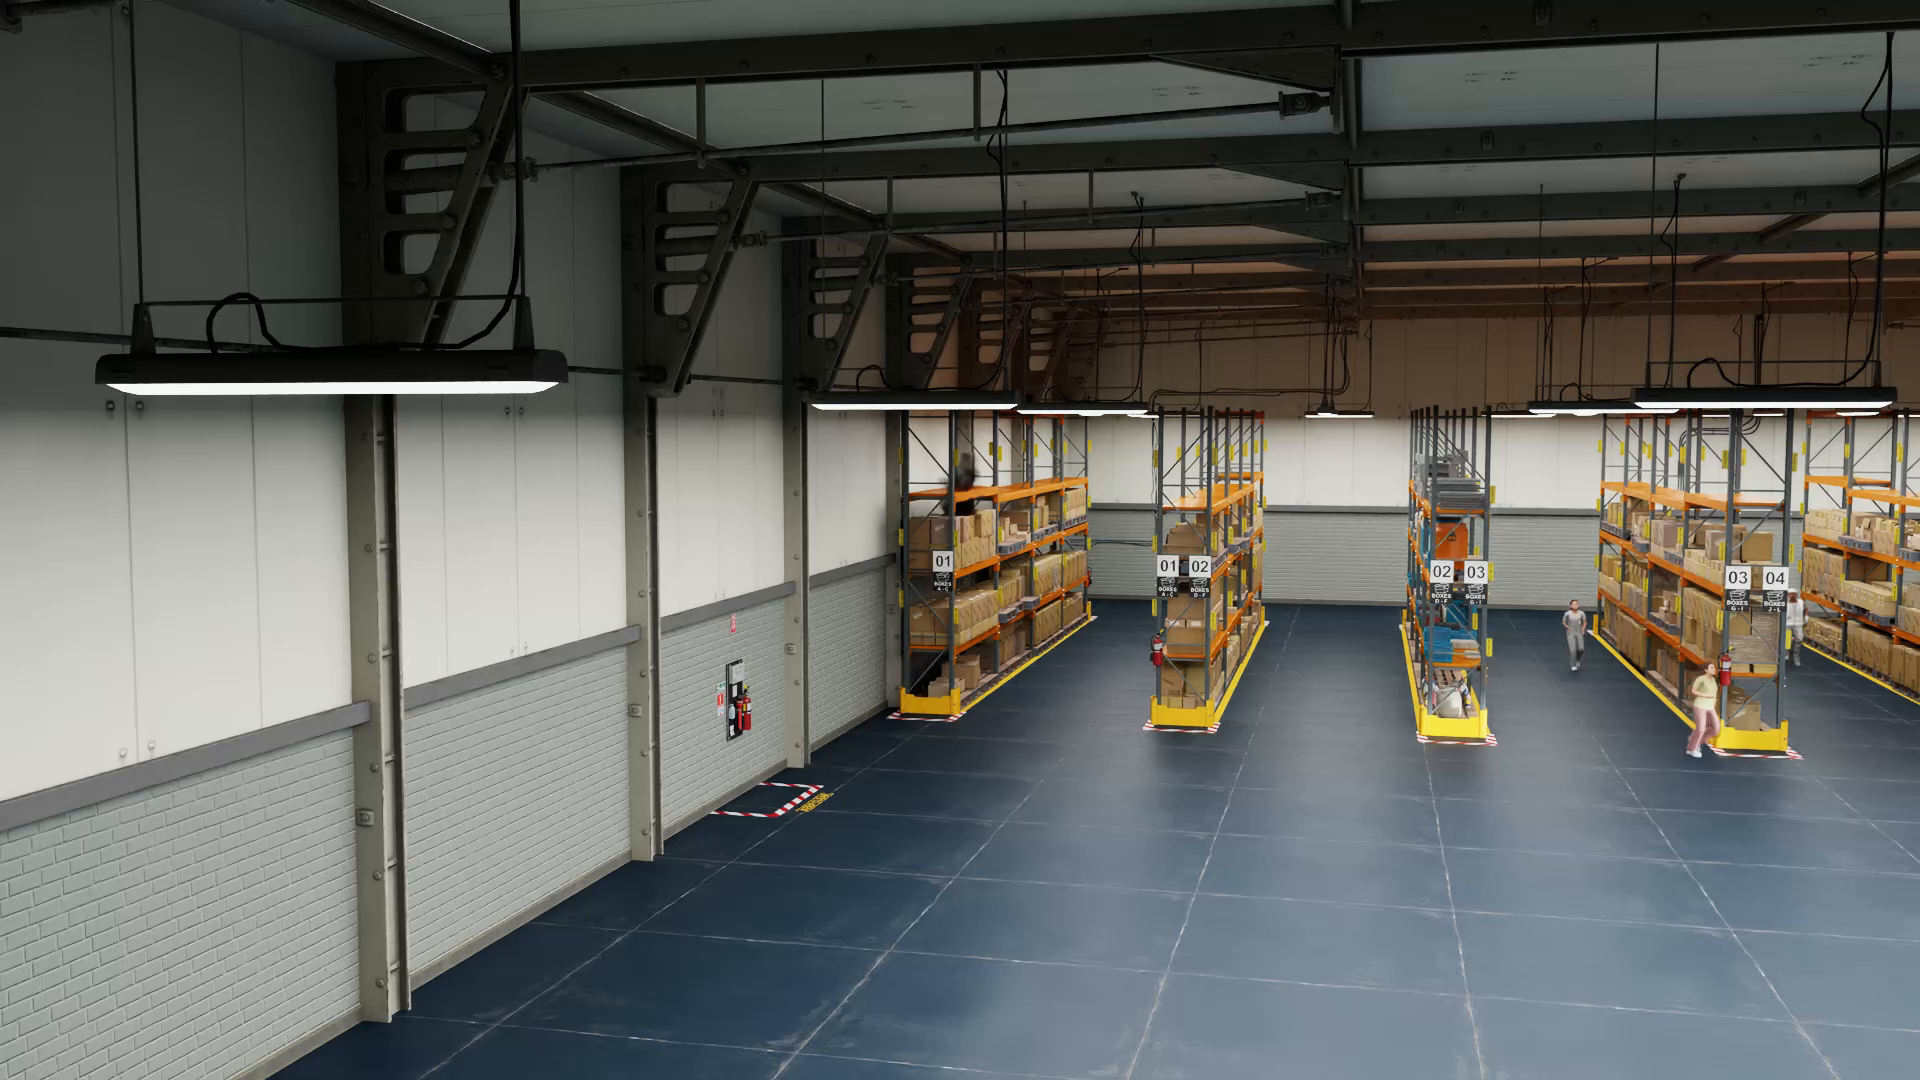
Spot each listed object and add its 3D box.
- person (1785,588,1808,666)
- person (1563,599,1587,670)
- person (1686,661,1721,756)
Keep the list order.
[{"bbox_3d":[19.615,2.038,39.146,0.684,1.821,0.795,1,4,19],"label":"person"},{"bbox_3d":[14.074,2.173,38.044,0.539,1.626,0.541,1,4,13],"label":"person"},{"bbox_3d":[12.743,2.877,28.332,0.594,1.625,0.556,-2,4,-21],"label":"person"}]
